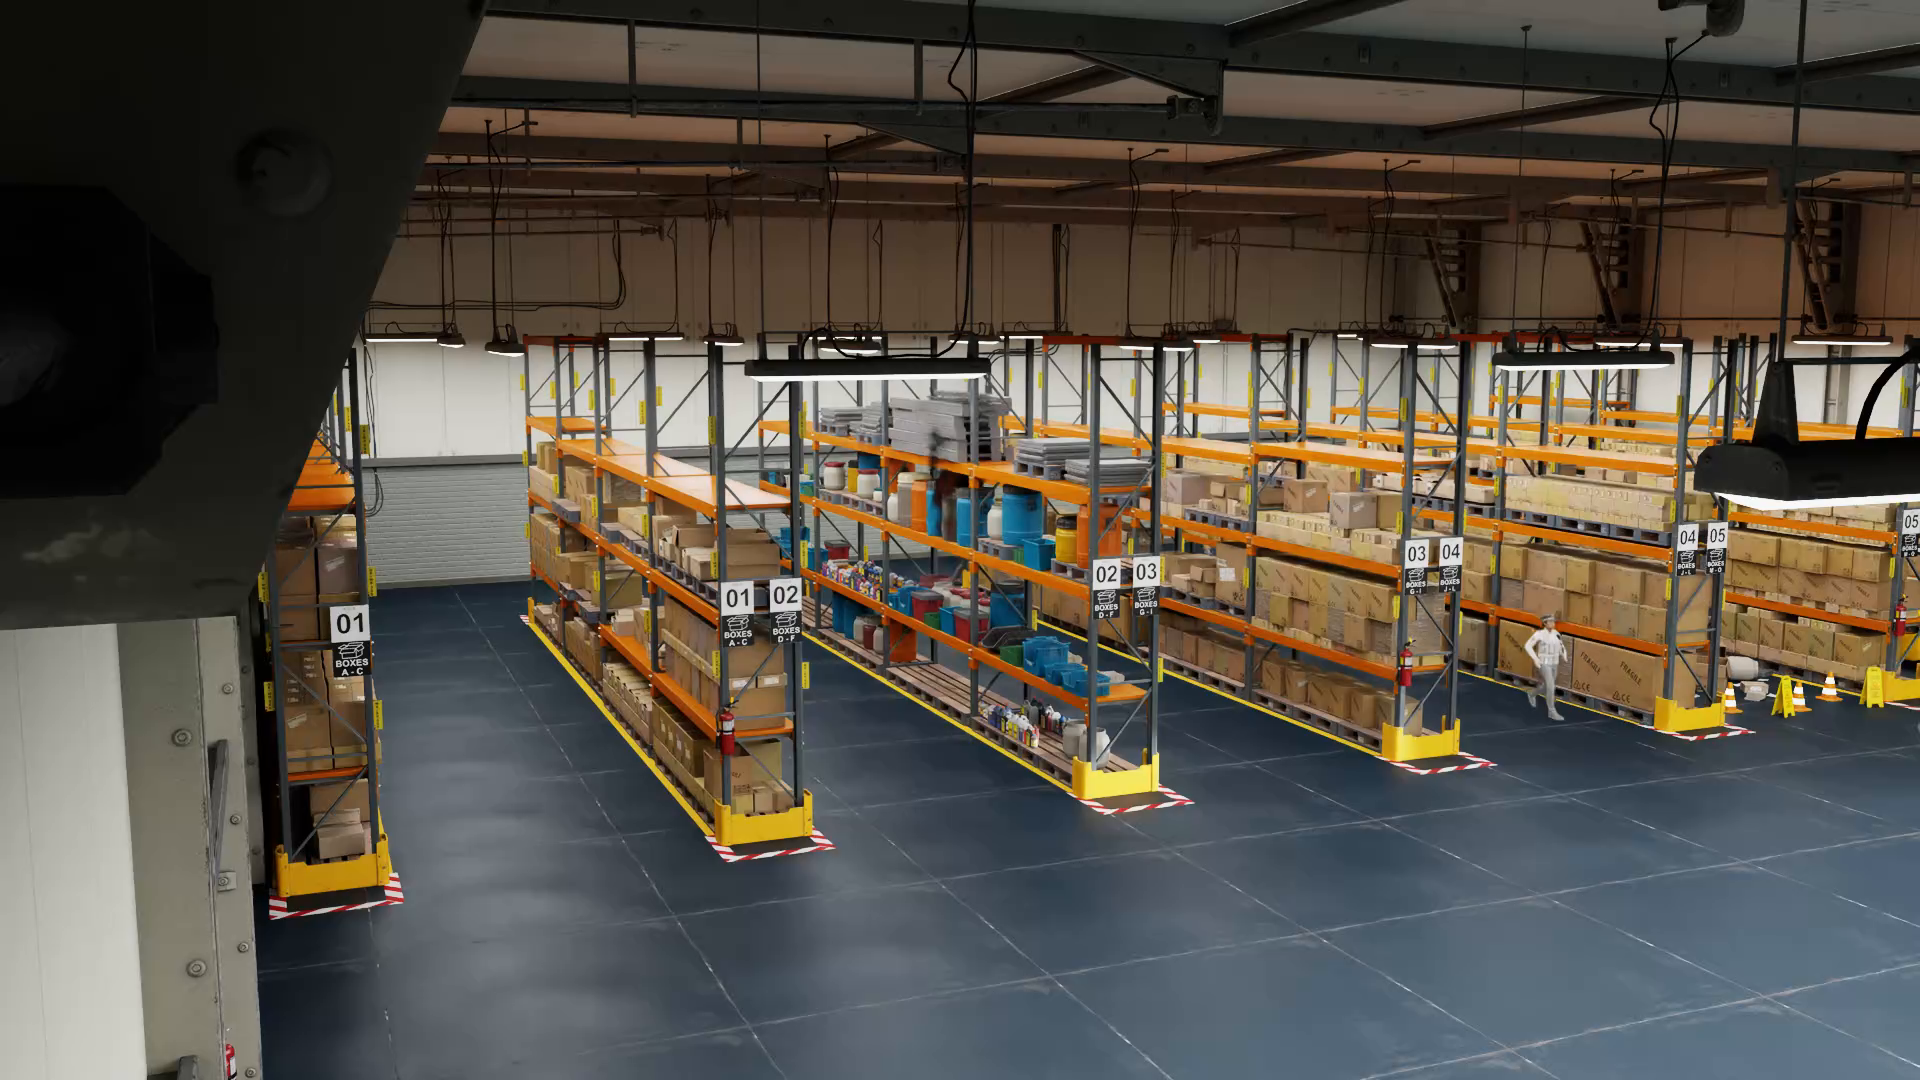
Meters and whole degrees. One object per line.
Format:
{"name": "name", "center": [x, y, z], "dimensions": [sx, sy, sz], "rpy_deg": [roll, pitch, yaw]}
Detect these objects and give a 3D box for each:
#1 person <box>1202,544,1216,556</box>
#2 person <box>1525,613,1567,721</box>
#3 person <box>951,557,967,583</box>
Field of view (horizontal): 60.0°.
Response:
{"name": "person", "center": [6.473, -0.166, 42.328], "dimensions": [0.779, 1.851, 0.616], "rpy_deg": [-3, 8, -20]}
{"name": "person", "center": [9.317, 1.977, 26.483], "dimensions": [0.599, 1.671, 0.857], "rpy_deg": [-3, 8, -23]}
{"name": "person", "center": [0.143, 0.283, 39.663], "dimensions": [0.700, 1.676, 0.576], "rpy_deg": [0, 8, -3]}
